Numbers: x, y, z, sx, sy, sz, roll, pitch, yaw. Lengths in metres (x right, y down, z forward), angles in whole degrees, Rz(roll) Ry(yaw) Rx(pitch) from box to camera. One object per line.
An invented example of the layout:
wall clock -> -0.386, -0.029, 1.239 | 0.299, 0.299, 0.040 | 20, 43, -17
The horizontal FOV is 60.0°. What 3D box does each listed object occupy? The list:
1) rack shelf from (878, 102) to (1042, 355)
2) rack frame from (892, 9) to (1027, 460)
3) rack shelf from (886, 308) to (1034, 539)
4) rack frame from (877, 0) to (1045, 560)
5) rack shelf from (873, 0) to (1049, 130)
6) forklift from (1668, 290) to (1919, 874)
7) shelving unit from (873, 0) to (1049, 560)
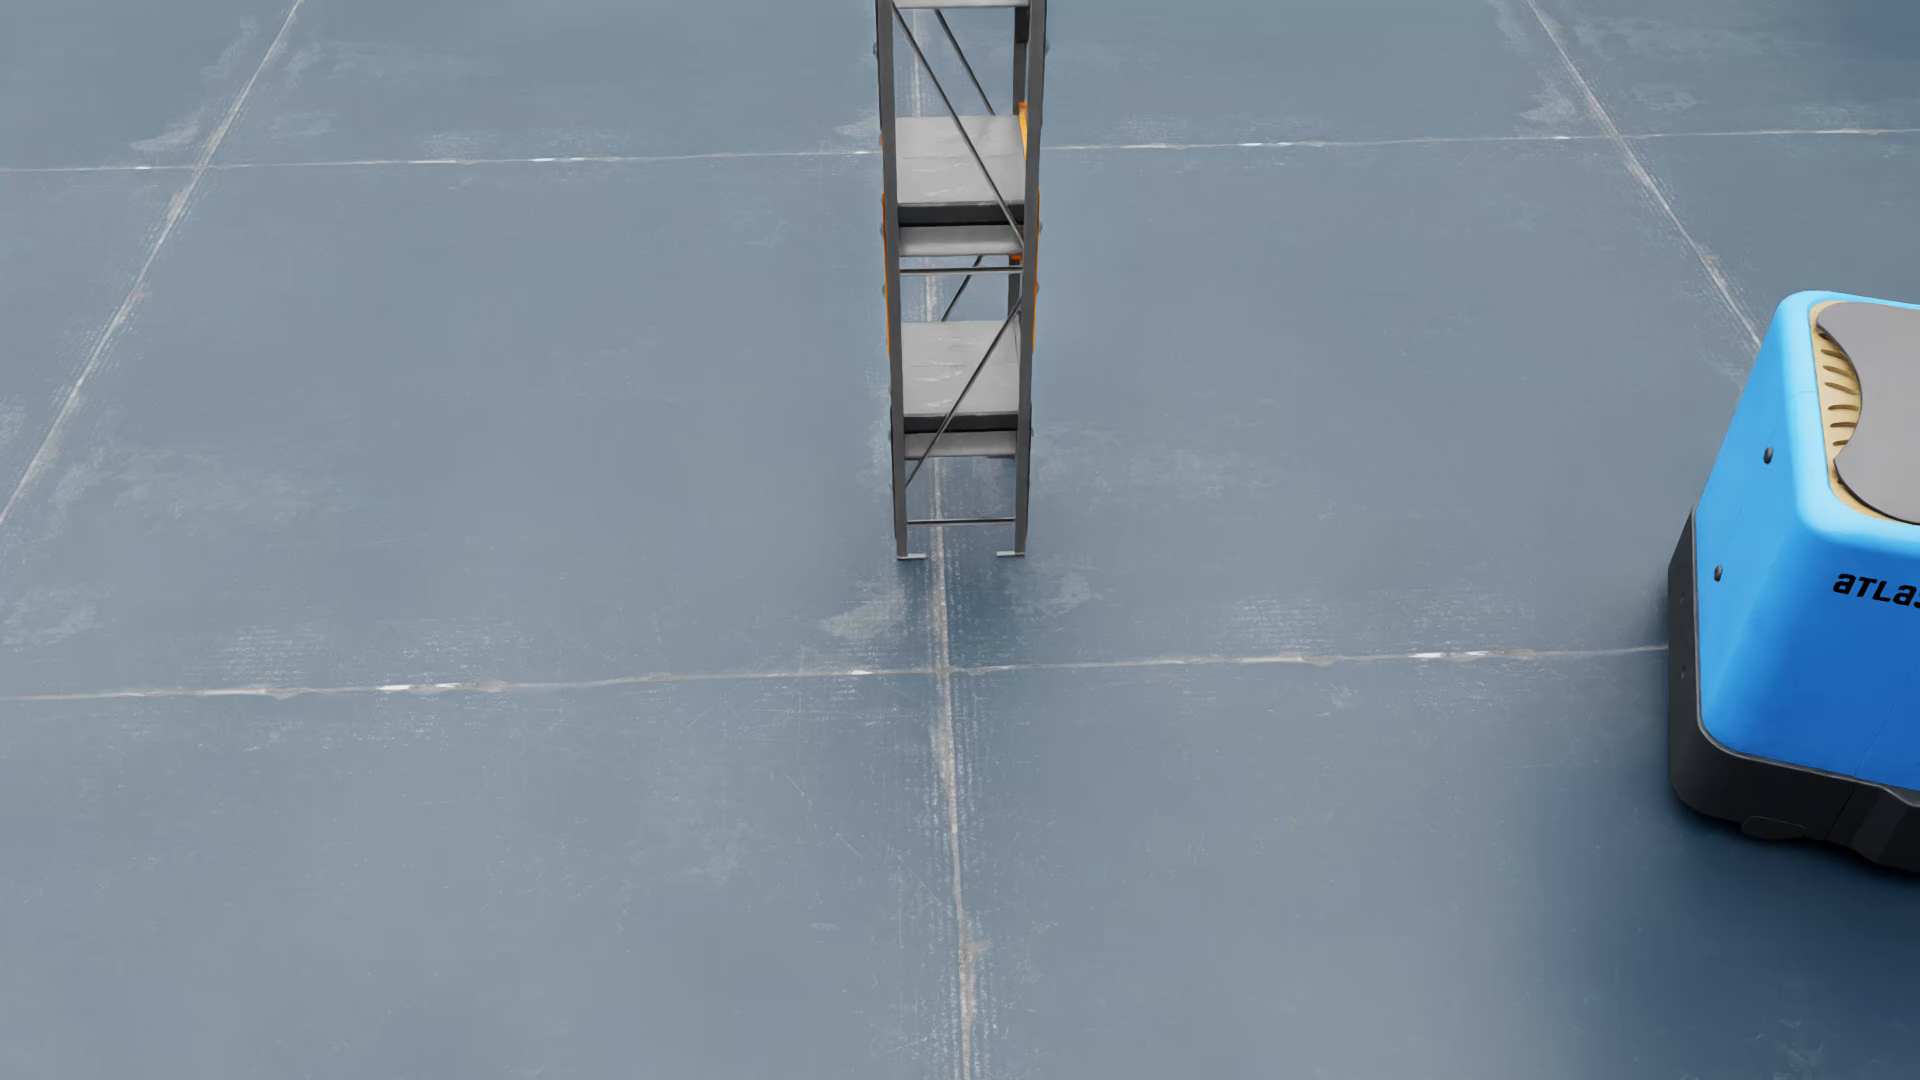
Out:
rack shelf -> -0.007, -0.876, 4.672 | 0.431, 0.518, 0.480 | -2, 43, -2
rack frame -> -0.017, -1.051, 4.842 | 0.400, 2.100, 0.015 | -2, 43, -2
rack shelf -> -0.007, -0.360, 5.145 | 0.431, 0.518, 0.480 | -2, 43, -2
rack frame -> 0.003, -0.721, 4.483 | 0.400, 2.100, 0.015 | -2, 43, -2
rack shelf -> -0.007, -1.392, 4.199 | 0.431, 0.518, 0.480 | -2, 43, -2
forklift -> 3.472, -0.363, 3.477 | 3.031, 2.935, 1.130 | 12, 44, 12
shelving unit -> -0.007, -0.886, 4.662 | 0.431, 2.100, 0.503 | -2, 43, -2
